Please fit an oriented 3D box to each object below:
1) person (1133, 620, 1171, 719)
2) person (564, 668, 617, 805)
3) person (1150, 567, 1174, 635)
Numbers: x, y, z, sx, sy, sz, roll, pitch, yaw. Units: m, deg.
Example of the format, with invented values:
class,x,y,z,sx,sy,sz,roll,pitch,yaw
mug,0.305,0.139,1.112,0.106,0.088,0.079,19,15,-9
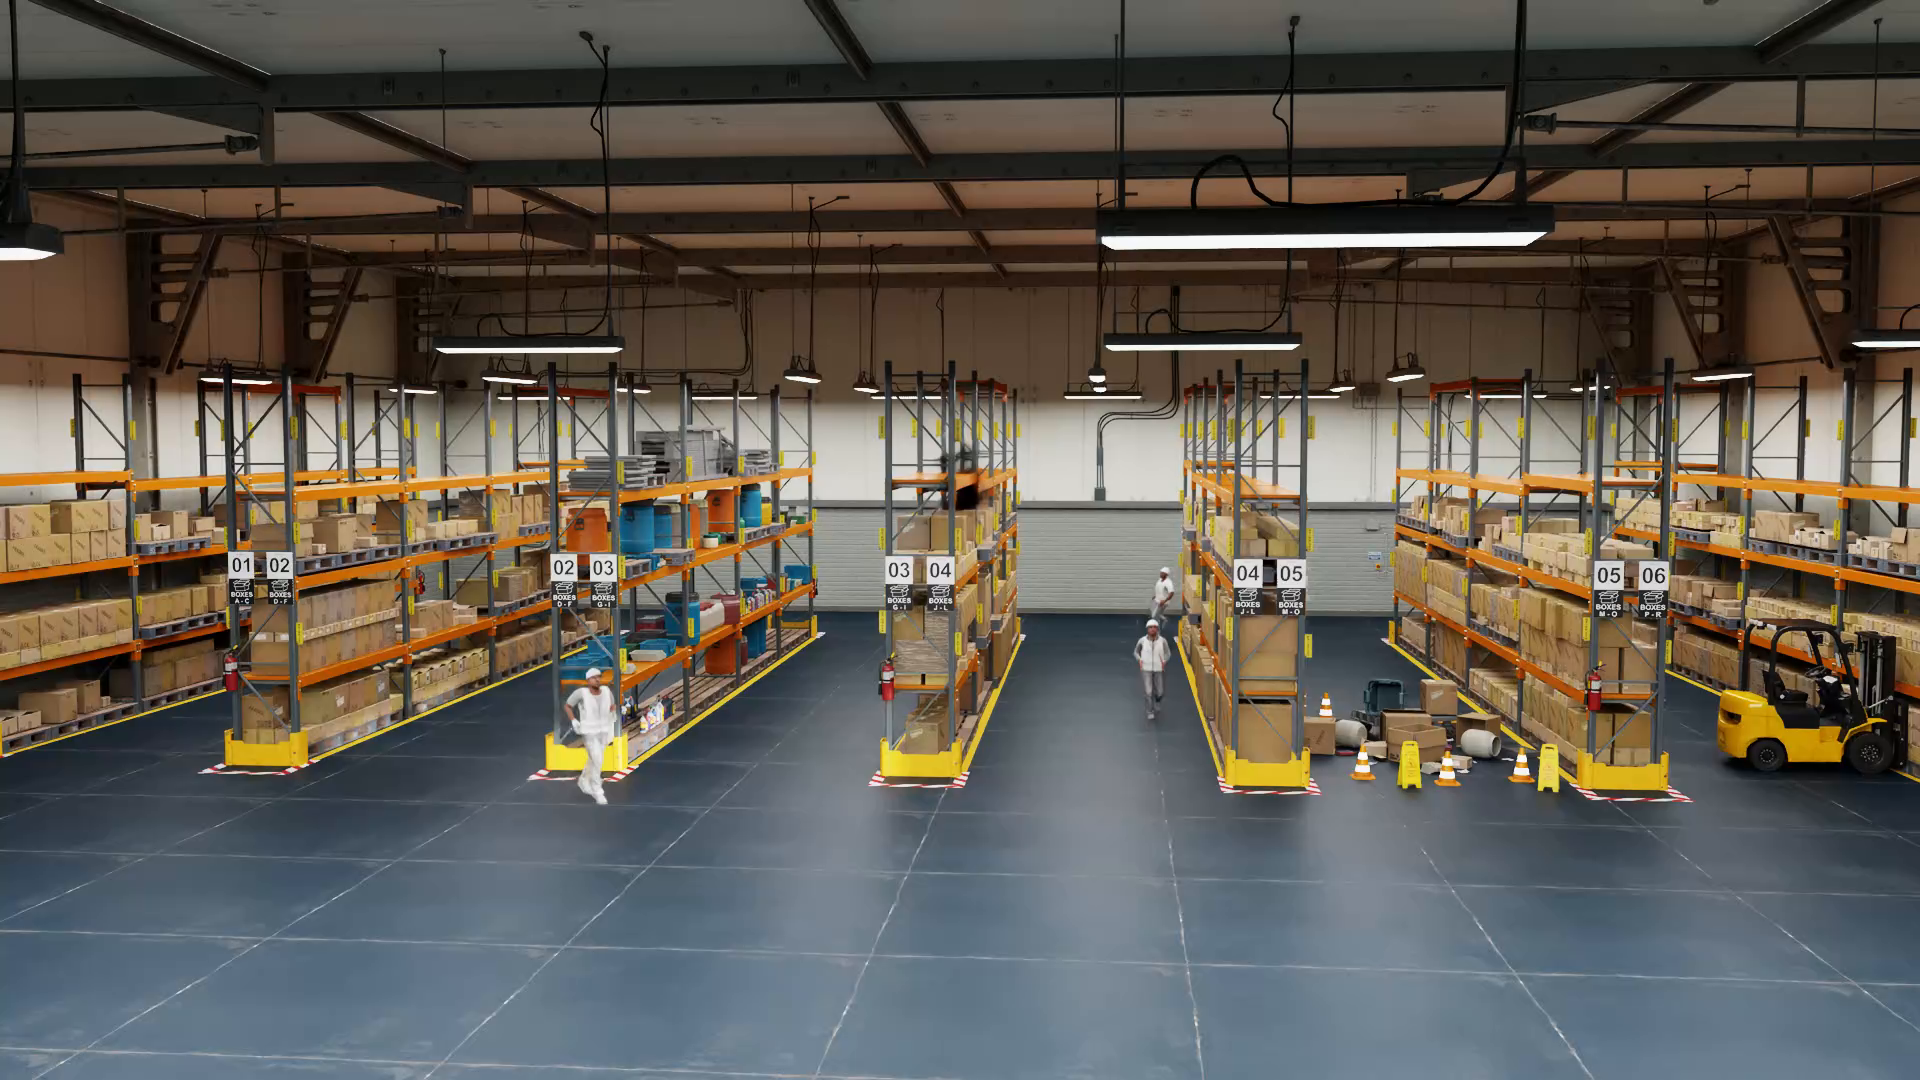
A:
class,x,y,z,sx,sy,sz,roll,pitch,yaw
person,3.335,2.241,28.893,0.657,1.721,0.612,0,4,3
person,-4.964,2.635,22.522,0.783,1.839,0.671,4,5,44
person,4.935,1.498,40.463,0.561,1.693,0.736,-2,4,-23
